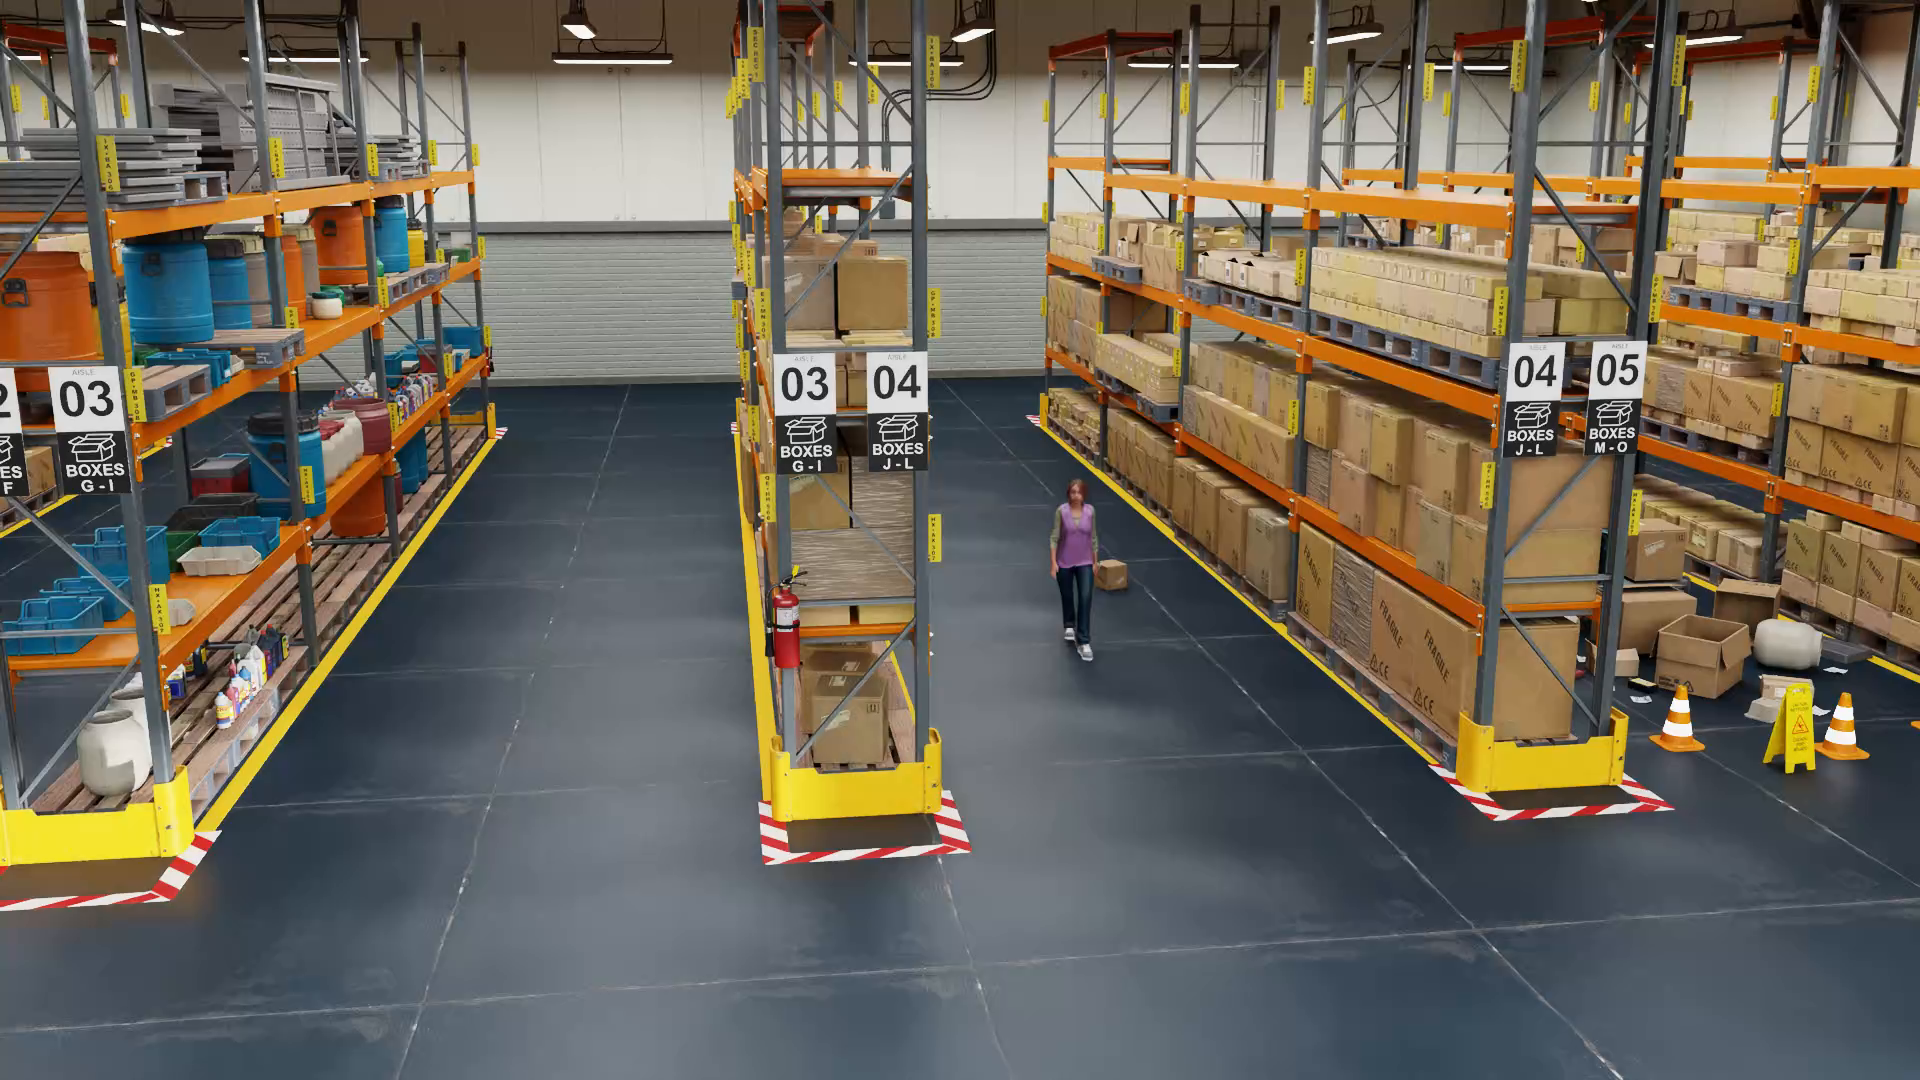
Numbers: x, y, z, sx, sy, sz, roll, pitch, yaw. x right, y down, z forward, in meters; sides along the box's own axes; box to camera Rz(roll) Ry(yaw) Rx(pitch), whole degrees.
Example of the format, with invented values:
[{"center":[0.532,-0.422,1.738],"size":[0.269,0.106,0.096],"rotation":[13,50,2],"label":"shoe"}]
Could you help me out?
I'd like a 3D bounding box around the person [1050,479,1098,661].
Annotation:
[{"center":[1.030,0.226,15.006],"size":[0.446,1.552,0.890],"rotation":[1,13,2],"label":"person"}]
